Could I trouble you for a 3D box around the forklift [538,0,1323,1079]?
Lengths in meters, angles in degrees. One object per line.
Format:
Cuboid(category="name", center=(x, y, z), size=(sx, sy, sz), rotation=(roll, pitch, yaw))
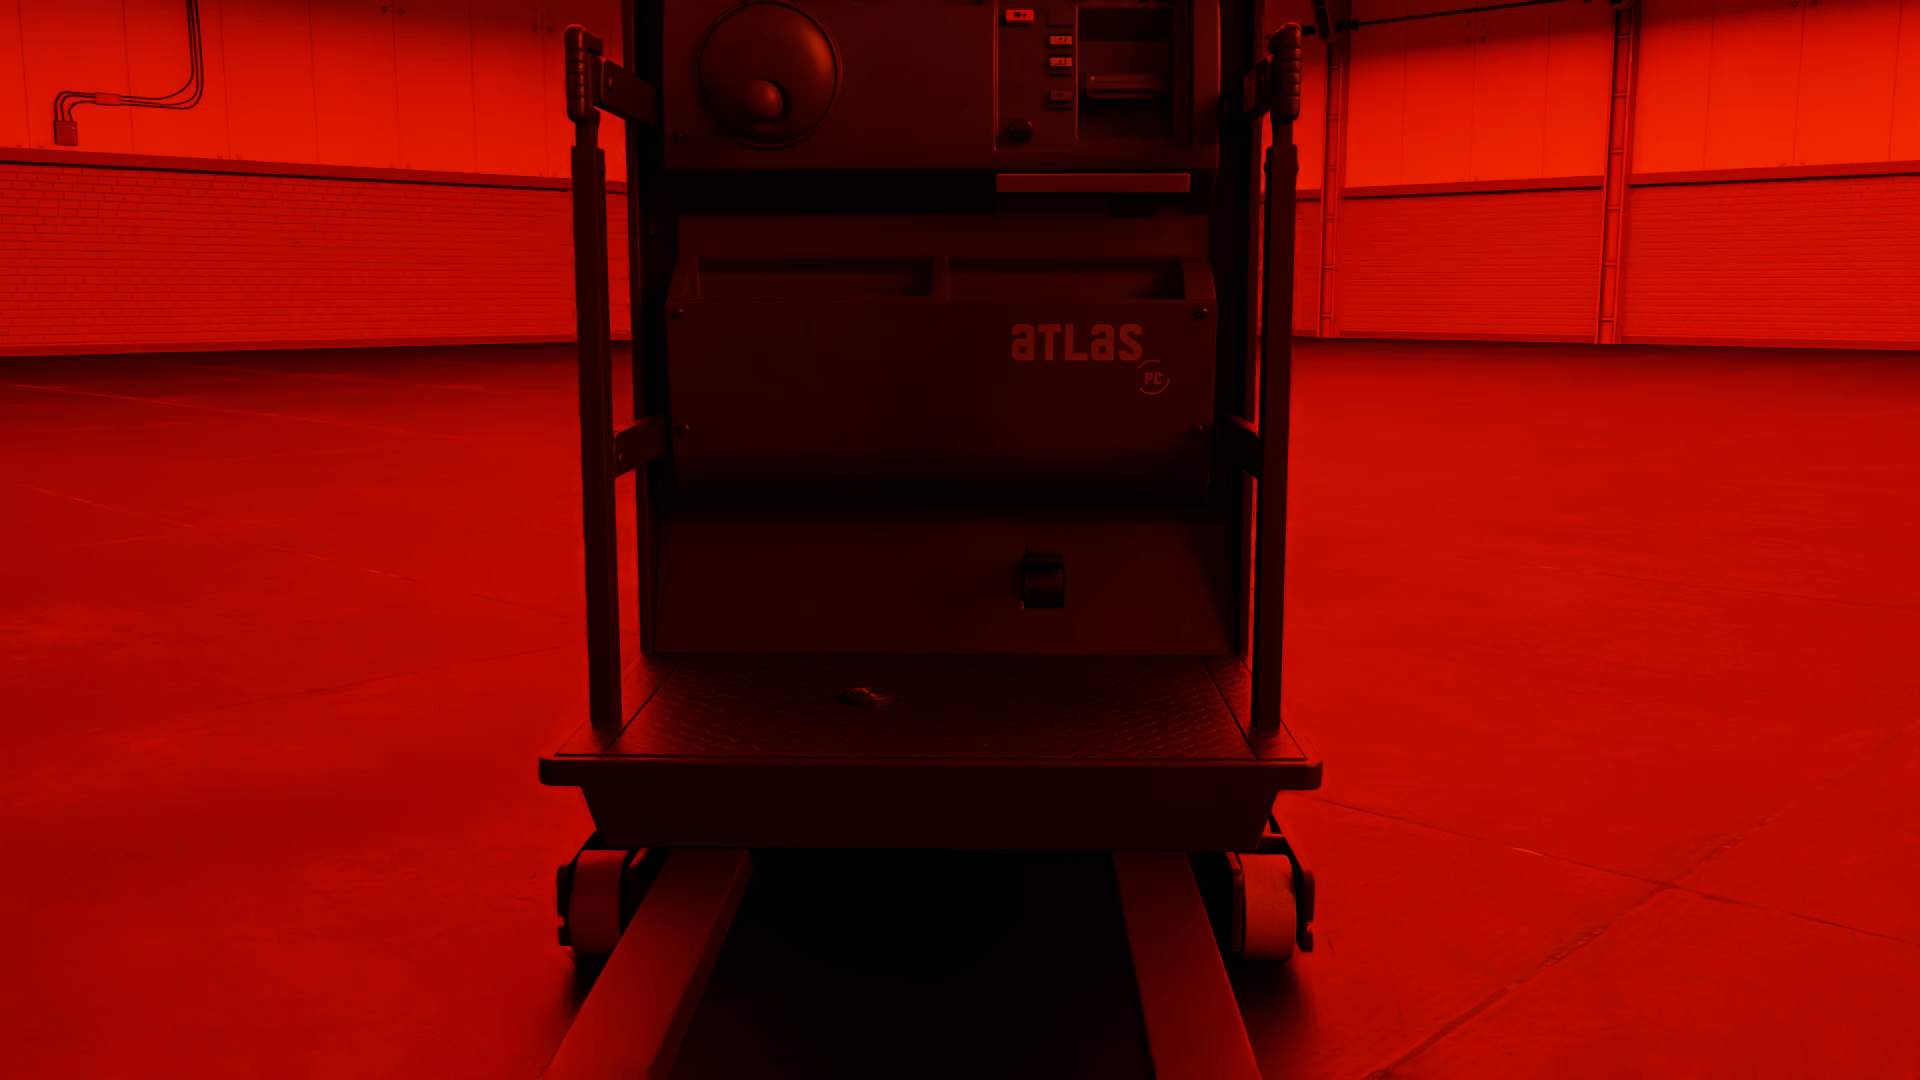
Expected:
Cuboid(category="forklift", center=(-0.034, -0.861, 2.589), size=(1.130, 2.935, 3.031), rotation=(0, 9, 1))
